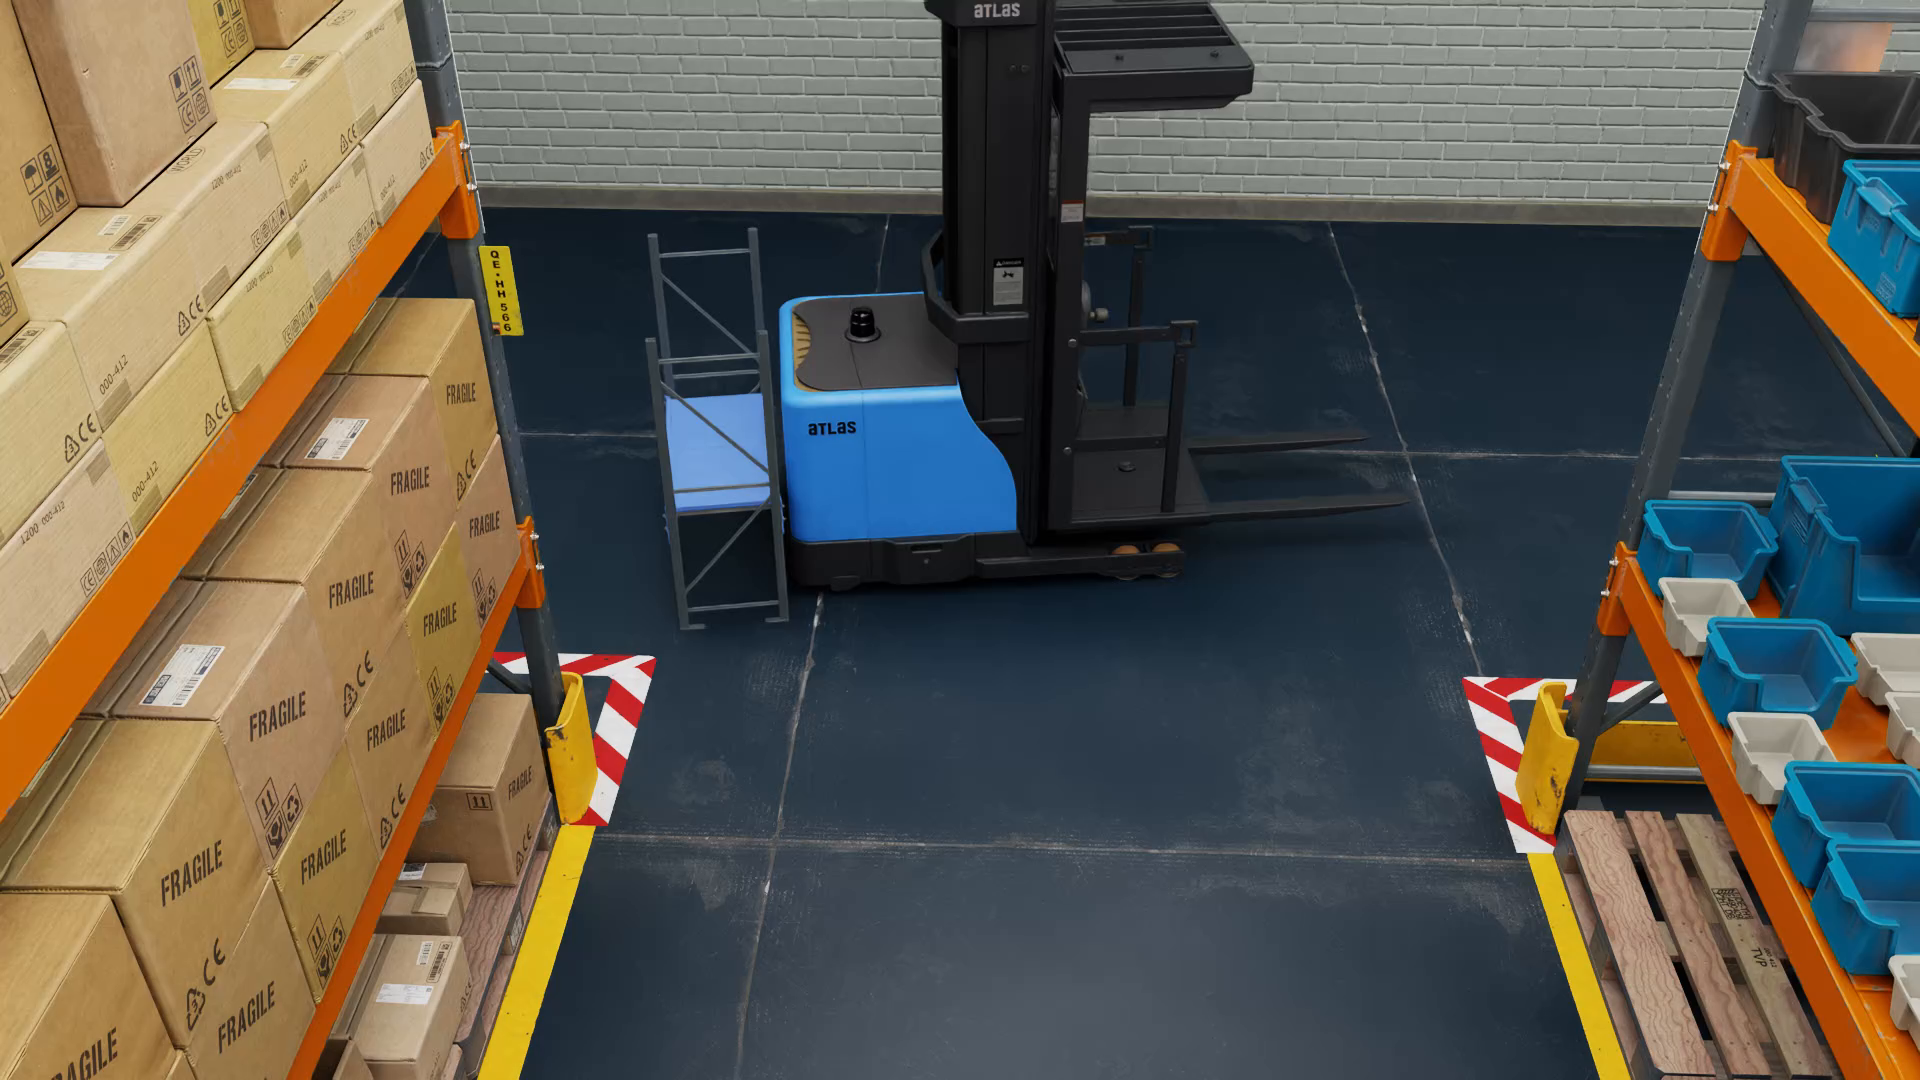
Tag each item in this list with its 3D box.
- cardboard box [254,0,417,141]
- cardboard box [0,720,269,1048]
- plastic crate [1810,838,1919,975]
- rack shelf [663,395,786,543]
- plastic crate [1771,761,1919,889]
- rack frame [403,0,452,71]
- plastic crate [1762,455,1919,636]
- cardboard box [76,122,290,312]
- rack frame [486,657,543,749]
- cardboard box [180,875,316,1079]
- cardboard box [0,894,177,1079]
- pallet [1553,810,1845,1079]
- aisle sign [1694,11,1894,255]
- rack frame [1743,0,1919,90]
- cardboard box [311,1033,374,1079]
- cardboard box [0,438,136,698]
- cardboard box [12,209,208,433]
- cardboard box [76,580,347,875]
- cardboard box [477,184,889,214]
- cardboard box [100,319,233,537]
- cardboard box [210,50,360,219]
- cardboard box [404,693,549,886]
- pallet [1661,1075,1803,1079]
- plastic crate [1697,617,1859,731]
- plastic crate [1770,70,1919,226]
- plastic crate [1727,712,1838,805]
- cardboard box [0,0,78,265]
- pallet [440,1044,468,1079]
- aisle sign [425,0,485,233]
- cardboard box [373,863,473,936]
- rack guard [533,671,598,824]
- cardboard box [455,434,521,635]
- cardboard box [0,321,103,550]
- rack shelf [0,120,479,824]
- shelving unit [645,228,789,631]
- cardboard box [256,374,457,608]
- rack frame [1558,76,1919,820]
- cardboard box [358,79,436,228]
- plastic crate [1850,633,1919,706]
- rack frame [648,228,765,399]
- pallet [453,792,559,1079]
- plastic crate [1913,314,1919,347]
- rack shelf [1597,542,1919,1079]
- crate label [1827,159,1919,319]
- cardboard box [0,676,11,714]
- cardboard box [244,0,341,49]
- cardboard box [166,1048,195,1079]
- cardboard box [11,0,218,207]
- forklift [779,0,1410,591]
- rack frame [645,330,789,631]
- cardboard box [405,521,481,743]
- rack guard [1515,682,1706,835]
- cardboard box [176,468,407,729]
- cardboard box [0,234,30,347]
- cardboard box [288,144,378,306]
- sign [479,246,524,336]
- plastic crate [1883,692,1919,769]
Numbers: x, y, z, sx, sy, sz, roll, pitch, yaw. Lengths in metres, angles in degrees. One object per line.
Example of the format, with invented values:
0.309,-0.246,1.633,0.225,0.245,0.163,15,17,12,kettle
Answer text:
-1.846,-1.318,4.604,0.500,0.250,0.500,1,35,2,cardboard box
-1.900,0.744,3.627,0.500,0.500,0.500,0,35,0,cardboard box
2.465,0.975,4.347,0.416,0.233,0.300,1,35,2,plastic crate
-1.113,-0.367,7.780,0.538,0.185,1.000,-5,35,-7,rack shelf
2.477,0.803,4.593,0.416,0.233,0.300,1,35,2,plastic crate
-2.080,-2.703,4.270,1.000,3.000,0.127,1,35,2,rack frame
3.042,0.026,5.522,0.616,0.435,0.499,1,35,2,plastic crate
-1.890,-0.744,3.786,0.500,0.250,0.500,1,35,2,cardboard box
-2.084,-0.249,5.995,0.949,2.616,0.053,1,35,2,rack frame
-1.909,1.140,3.932,0.500,0.500,0.500,1,35,2,cardboard box
-1.921,1.039,3.207,0.500,0.500,0.500,0,35,0,cardboard box
2.797,1.482,5.958,1.003,0.211,1.213,1,35,2,pallet
2.575,-1.244,5.150,0.394,0.787,0.004,1,35,2,aisle sign
2.869,-2.587,4.104,1.000,3.000,0.127,1,35,2,rack frame
-2.171,1.811,4.852,0.797,0.503,0.637,1,35,2,cardboard box
-1.929,0.036,3.112,0.500,0.250,0.500,1,35,2,cardboard box
-1.903,-0.456,3.377,0.500,0.250,0.500,1,35,2,cardboard box
-1.880,0.447,4.049,0.500,0.500,0.500,2,35,3,cardboard box
-3.488,-3.543,10.595,6.002,3.100,0.262,2,35,2,cardboard box
-1.912,-0.252,3.521,0.500,0.250,0.500,1,35,2,cardboard box
-1.866,-1.031,4.195,0.500,0.250,0.500,1,35,2,cardboard box
-1.856,0.912,6.135,0.500,0.500,0.500,1,35,2,cardboard box
2.745,2.181,4.963,1.003,0.211,1.213,1,35,2,pallet
2.504,0.424,5.131,0.416,0.233,0.300,1,35,2,plastic crate
2.575,-1.091,4.699,0.497,0.269,0.590,1,35,2,plastic crate
2.407,0.658,4.883,0.250,0.136,0.298,1,35,2,plastic crate
-2.216,-0.770,3.172,0.700,0.500,0.500,1,35,2,cardboard box
-2.166,2.093,5.088,1.003,0.211,1.213,1,35,2,pallet
-1.772,-1.344,5.293,0.394,0.787,0.004,1,35,2,aisle sign
-1.962,1.279,5.903,0.380,0.166,0.250,1,35,2,cardboard box
-2.083,0.818,6.652,1.175,0.500,0.348,1,35,2,rack guard
-1.826,-0.026,5.591,0.500,0.500,0.500,2,35,3,cardboard box
-1.923,-0.169,2.968,0.500,0.250,0.500,1,35,2,cardboard box
-2.161,-0.032,3.704,1.077,0.370,4.000,1,35,2,rack shelf
-1.113,-0.514,7.677,0.538,1.500,1.048,-5,35,-7,shelving unit
-1.843,-0.146,4.893,0.500,0.500,0.500,2,35,3,cardboard box
2.869,-0.132,5.829,1.000,3.000,0.127,1,35,2,rack frame
-1.838,-1.113,4.747,0.500,0.250,0.500,1,35,2,cardboard box
3.017,0.424,5.215,0.396,0.136,0.243,1,35,2,plastic crate
-1.185,-0.803,8.088,0.500,1.500,0.032,-5,35,-7,rack frame
-2.114,1.394,6.083,1.003,0.211,1.213,1,35,2,pallet
2.533,-0.463,3.745,0.504,0.338,0.767,1,35,2,plastic crate
2.789,1.311,4.401,1.077,0.370,4.000,1,35,2,rack shelf
2.509,-0.776,4.266,0.408,0.251,0.502,1,35,2,crate label
-1.950,0.323,2.704,0.500,0.250,0.500,1,35,2,cardboard box
-2.085,-1.630,4.396,0.700,0.500,0.500,1,35,2,cardboard box
-2.147,0.693,4.568,1.079,0.500,3.026,2,35,3,cardboard box
-2.102,-1.055,3.578,0.700,0.500,0.500,1,35,2,cardboard box
0.663,-1.307,7.561,3.031,2.935,1.130,-3,35,-5,forklift
-1.041,-0.224,7.265,0.500,1.500,0.032,-5,35,-7,rack frame
-1.844,0.272,5.167,0.500,0.500,0.500,2,35,2,cardboard box
2.857,0.877,6.568,1.175,0.500,0.348,1,35,2,rack guard
-1.859,0.152,4.469,0.500,0.500,0.500,2,35,3,cardboard box
-2.084,-0.479,2.758,0.700,0.500,0.500,1,35,2,cardboard box
-1.869,-0.826,4.339,0.500,0.250,0.500,1,35,2,cardboard box
-1.527,-0.827,5.537,0.100,0.325,0.005,1,35,2,sign
2.991,0.590,4.979,0.396,0.136,0.243,1,35,2,plastic crate
